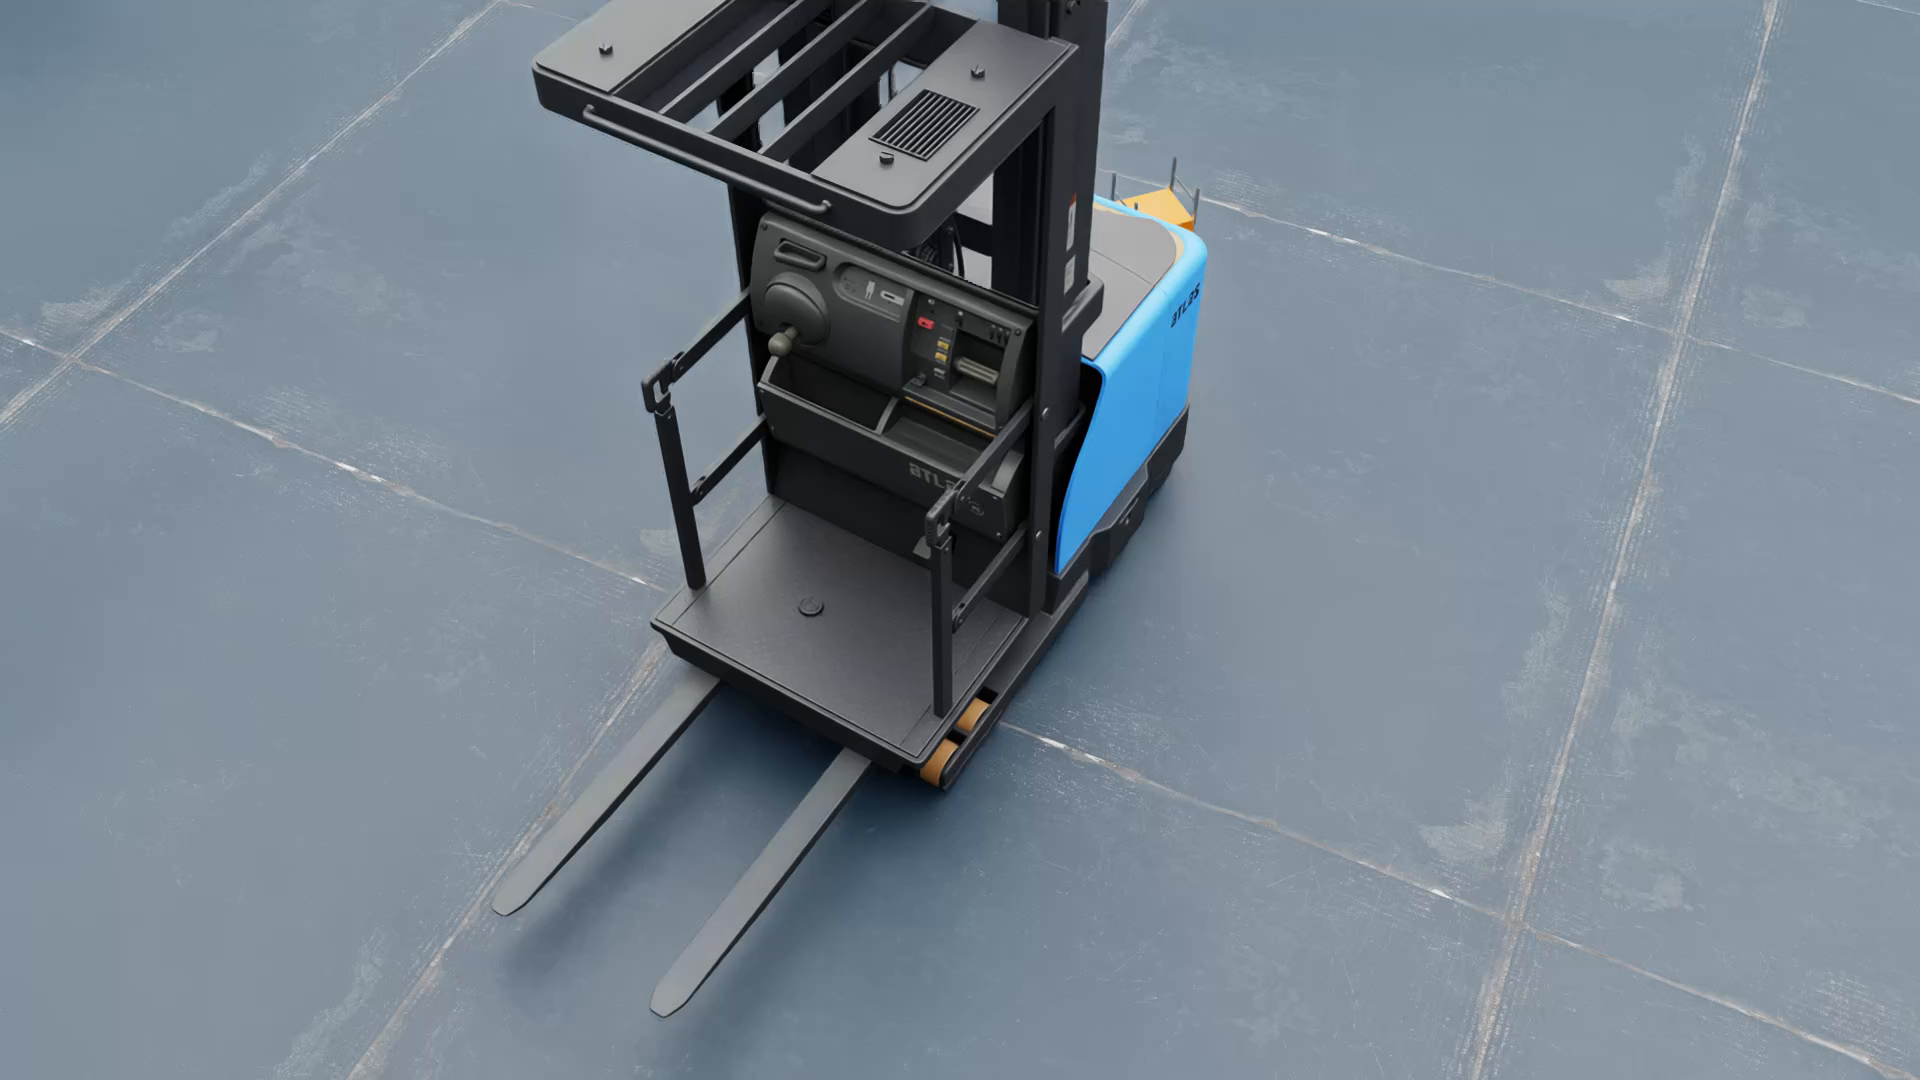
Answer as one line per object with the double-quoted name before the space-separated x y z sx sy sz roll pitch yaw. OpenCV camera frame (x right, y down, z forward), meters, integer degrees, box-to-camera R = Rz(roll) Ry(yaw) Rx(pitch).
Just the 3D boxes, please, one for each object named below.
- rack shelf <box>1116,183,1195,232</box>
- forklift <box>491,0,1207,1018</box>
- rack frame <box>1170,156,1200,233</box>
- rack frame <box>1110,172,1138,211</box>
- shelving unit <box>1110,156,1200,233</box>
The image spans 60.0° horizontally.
"rack shelf" 0.704 -1.130 6.164 0.240 0.259 0.215 -17 52 -14
"forklift" -0.334 -0.541 4.786 1.130 2.935 3.031 25 54 20
"rack frame" 0.818 -0.988 6.401 0.008 1.050 0.200 -17 52 -14
"rack frame" 0.591 -0.919 6.342 0.008 1.050 0.200 -17 52 -14
"shelving unit" 0.704 -0.953 6.372 0.252 1.050 0.215 -17 52 -14
